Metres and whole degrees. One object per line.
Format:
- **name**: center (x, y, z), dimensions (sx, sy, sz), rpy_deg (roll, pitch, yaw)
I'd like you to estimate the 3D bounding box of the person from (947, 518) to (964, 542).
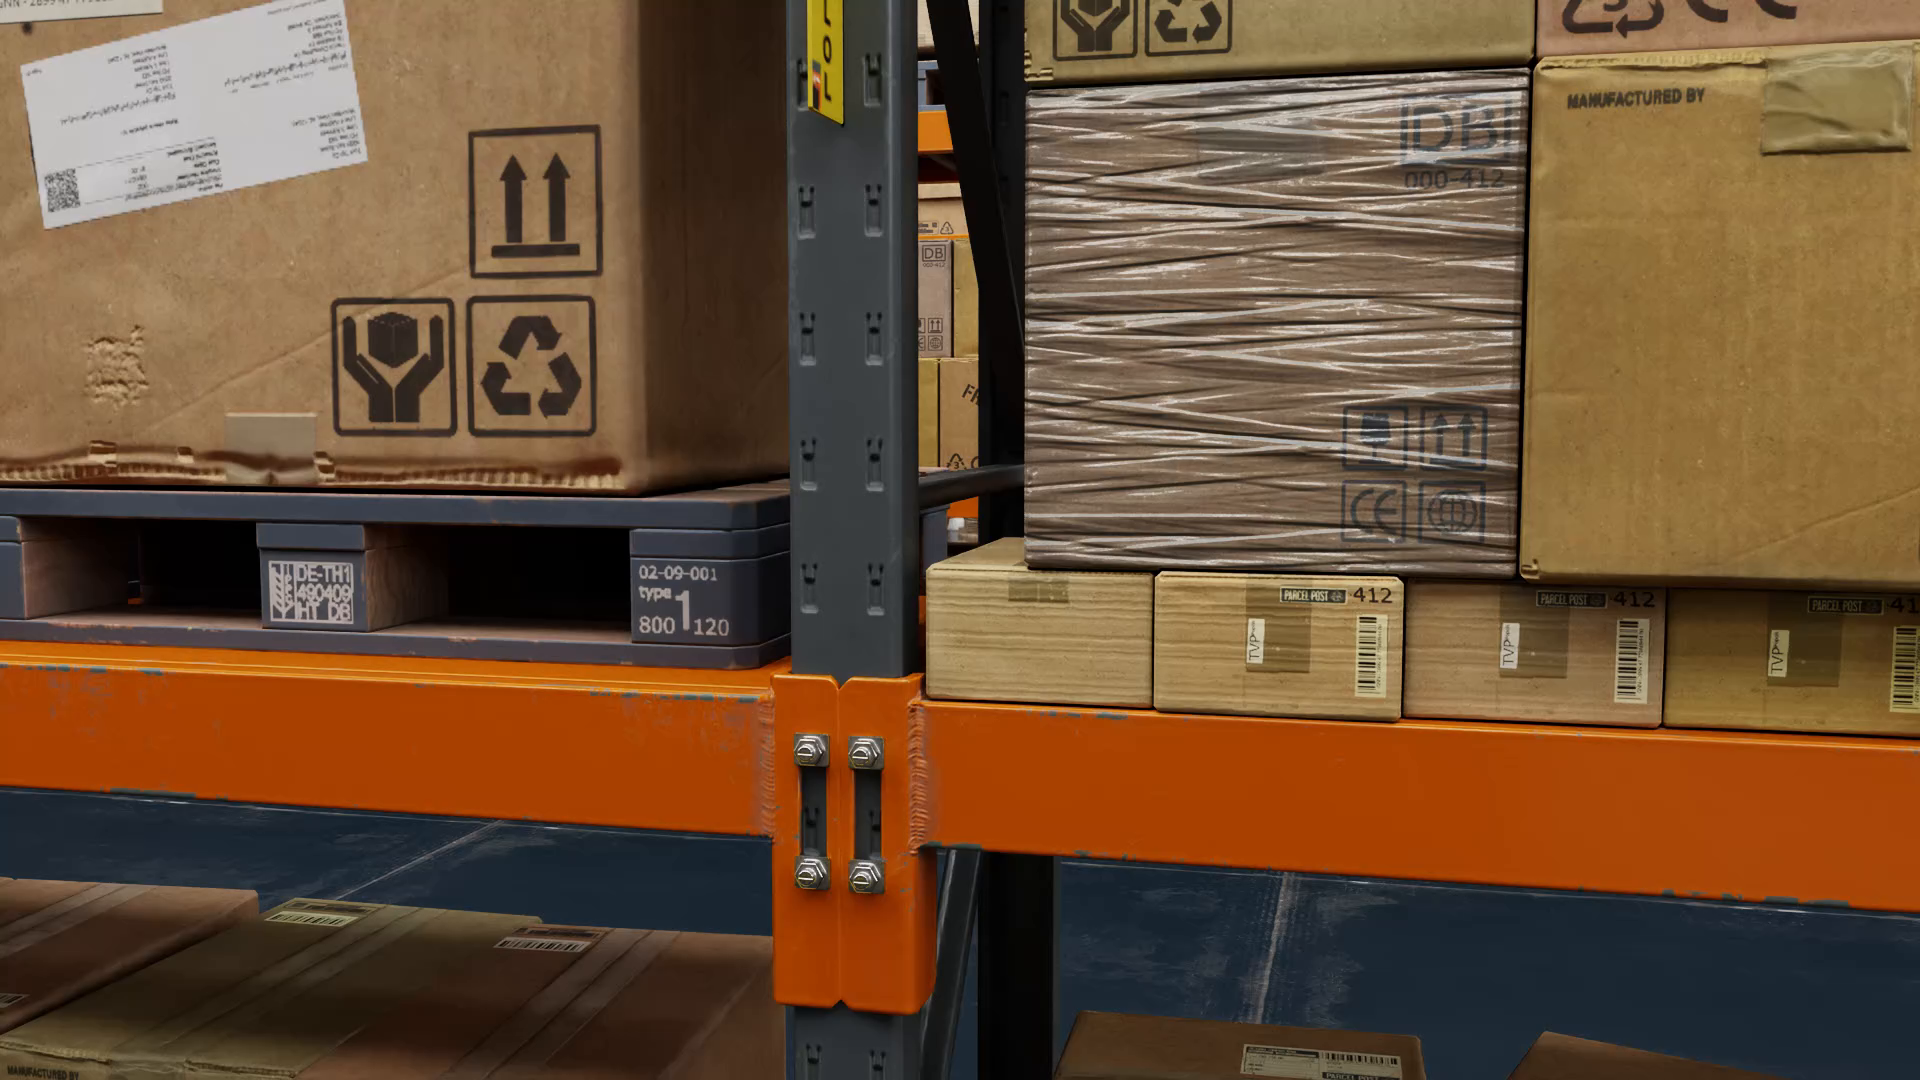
- **person**: center (-0.203, -0.040, 9.381), dimensions (0.505, 1.763, 0.563), rpy_deg (1, 5, 13)
